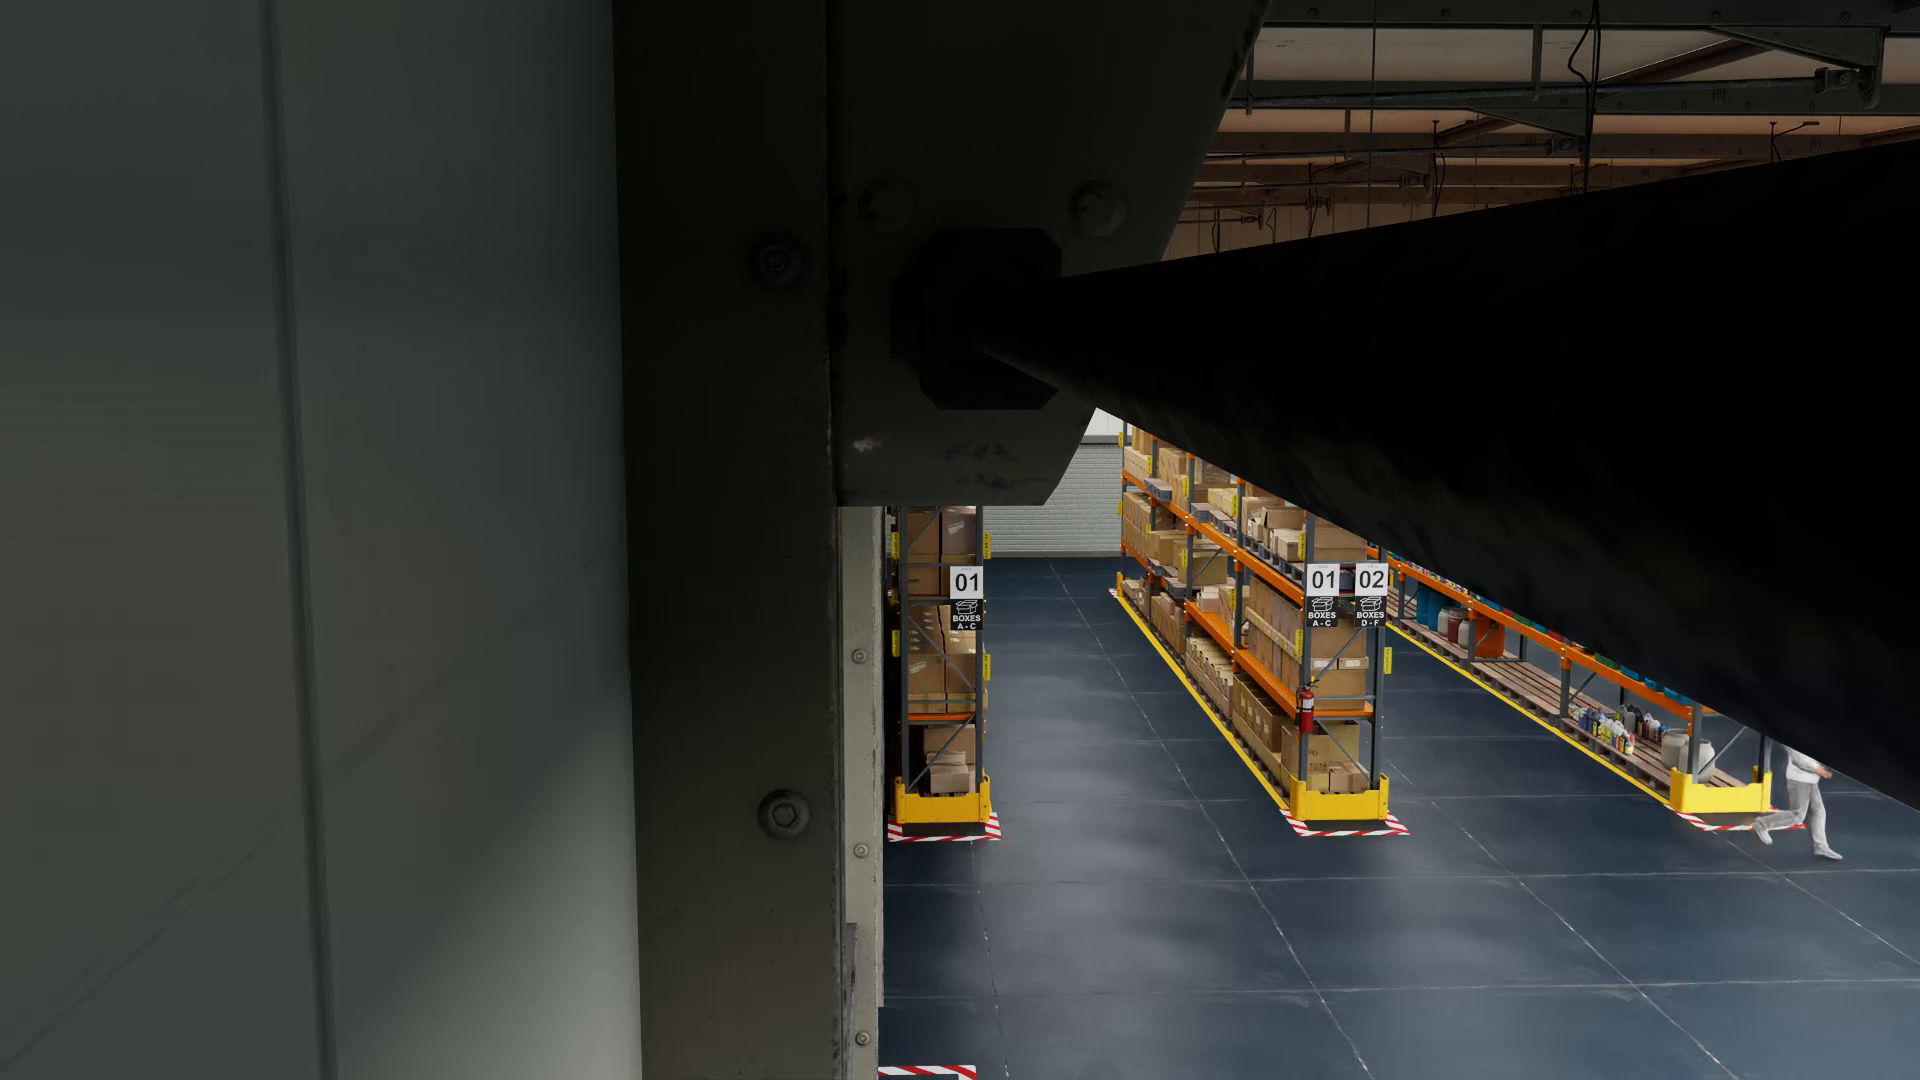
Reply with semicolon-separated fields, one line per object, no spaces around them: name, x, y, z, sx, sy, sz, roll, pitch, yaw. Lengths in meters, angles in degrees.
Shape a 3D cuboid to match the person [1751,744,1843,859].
person;9.749;2.772;19.226;0.927;1.764;0.693;5;9;30
